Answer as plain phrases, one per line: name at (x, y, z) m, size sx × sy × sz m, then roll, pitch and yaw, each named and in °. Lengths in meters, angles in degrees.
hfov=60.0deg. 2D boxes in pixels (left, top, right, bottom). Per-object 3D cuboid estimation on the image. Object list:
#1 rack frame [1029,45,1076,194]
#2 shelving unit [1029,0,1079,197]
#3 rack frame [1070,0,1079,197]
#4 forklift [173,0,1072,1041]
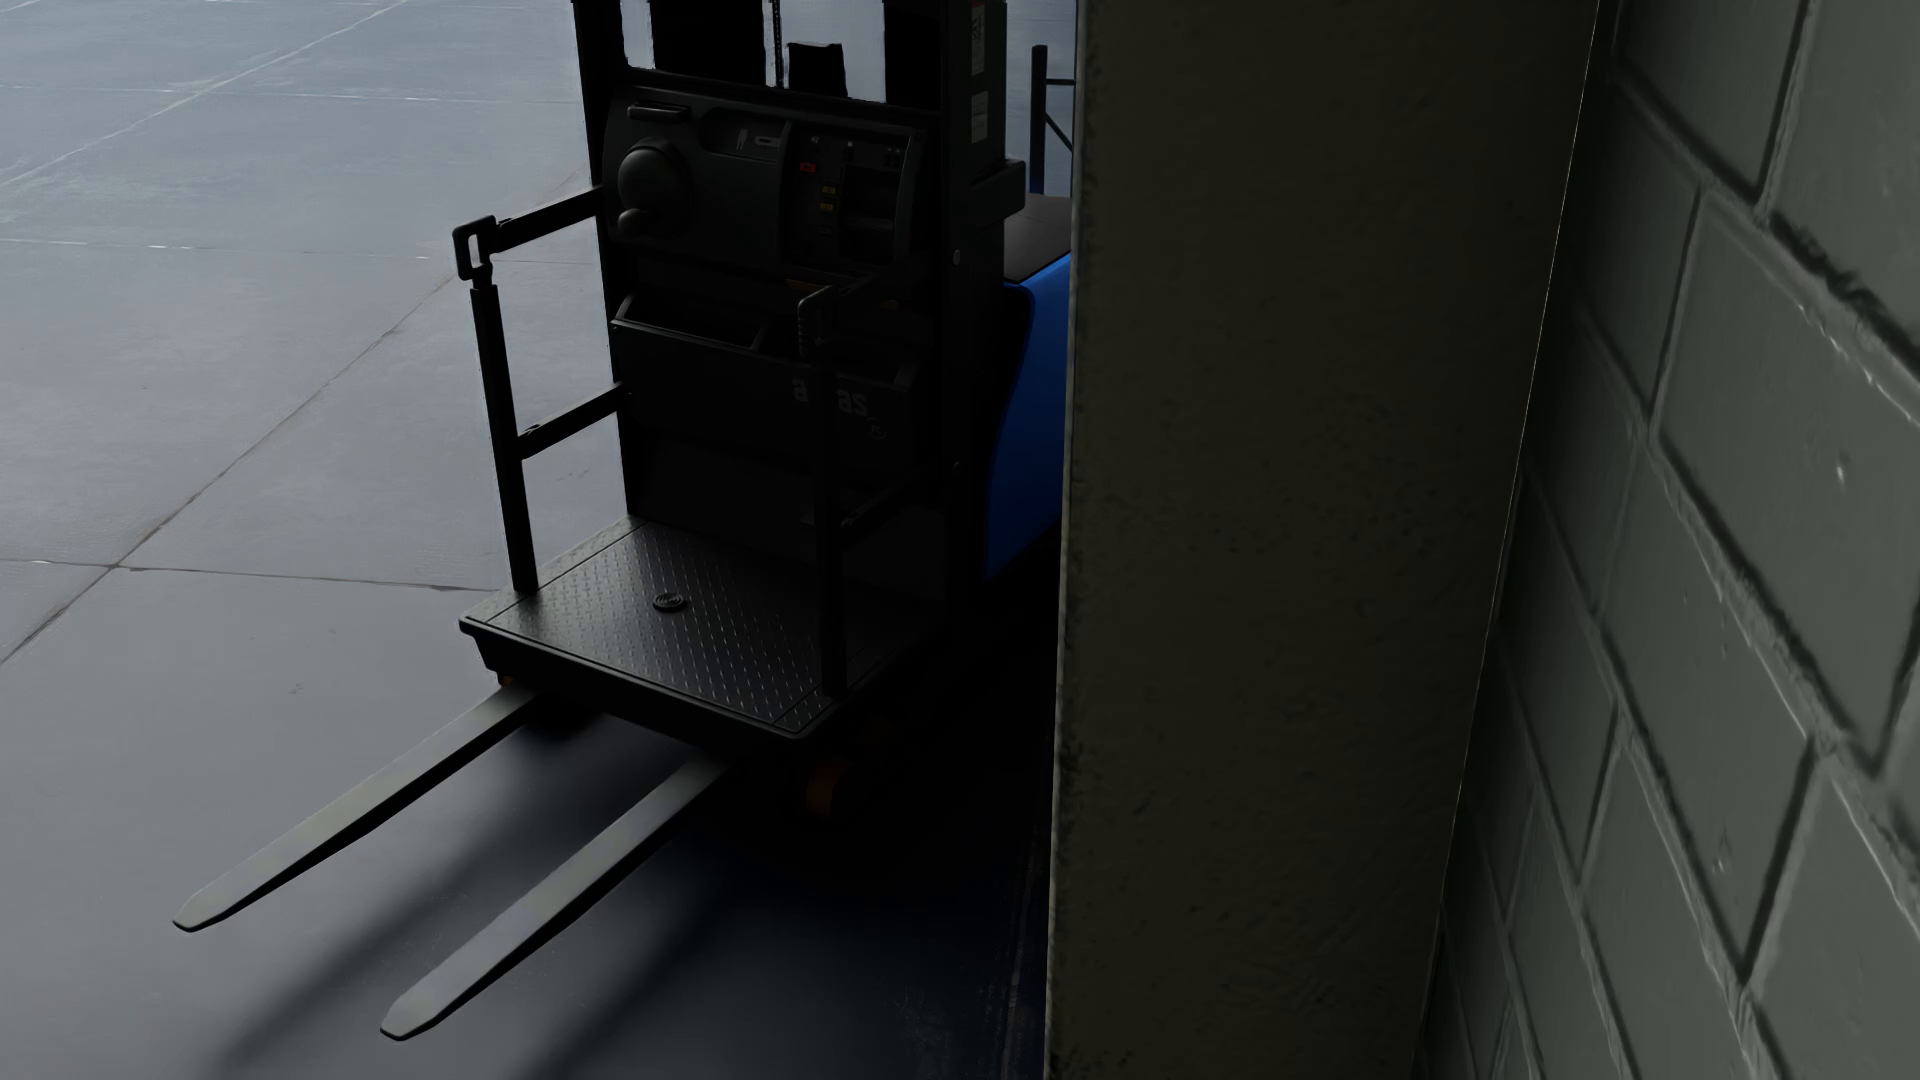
rack frame at (0.465, -0.812, 5.340) m, size 0.500 × 1.500 × 0.032 m, roll 5°, pitch 29°, yaw 10°
shelving unit at (0.565, -1.052, 5.787) m, size 0.587 × 1.500 × 1.083 m, roll 5°, pitch 29°, yaw 10°
rack frame at (0.662, -1.285, 6.218) m, size 0.500 × 1.500 × 0.032 m, roll 5°, pitch 29°, yaw 10°
forklift at (-0.595, -0.839, 3.882) m, size 1.130 × 2.935 × 3.031 m, roll 15°, pitch 32°, yaw 26°
